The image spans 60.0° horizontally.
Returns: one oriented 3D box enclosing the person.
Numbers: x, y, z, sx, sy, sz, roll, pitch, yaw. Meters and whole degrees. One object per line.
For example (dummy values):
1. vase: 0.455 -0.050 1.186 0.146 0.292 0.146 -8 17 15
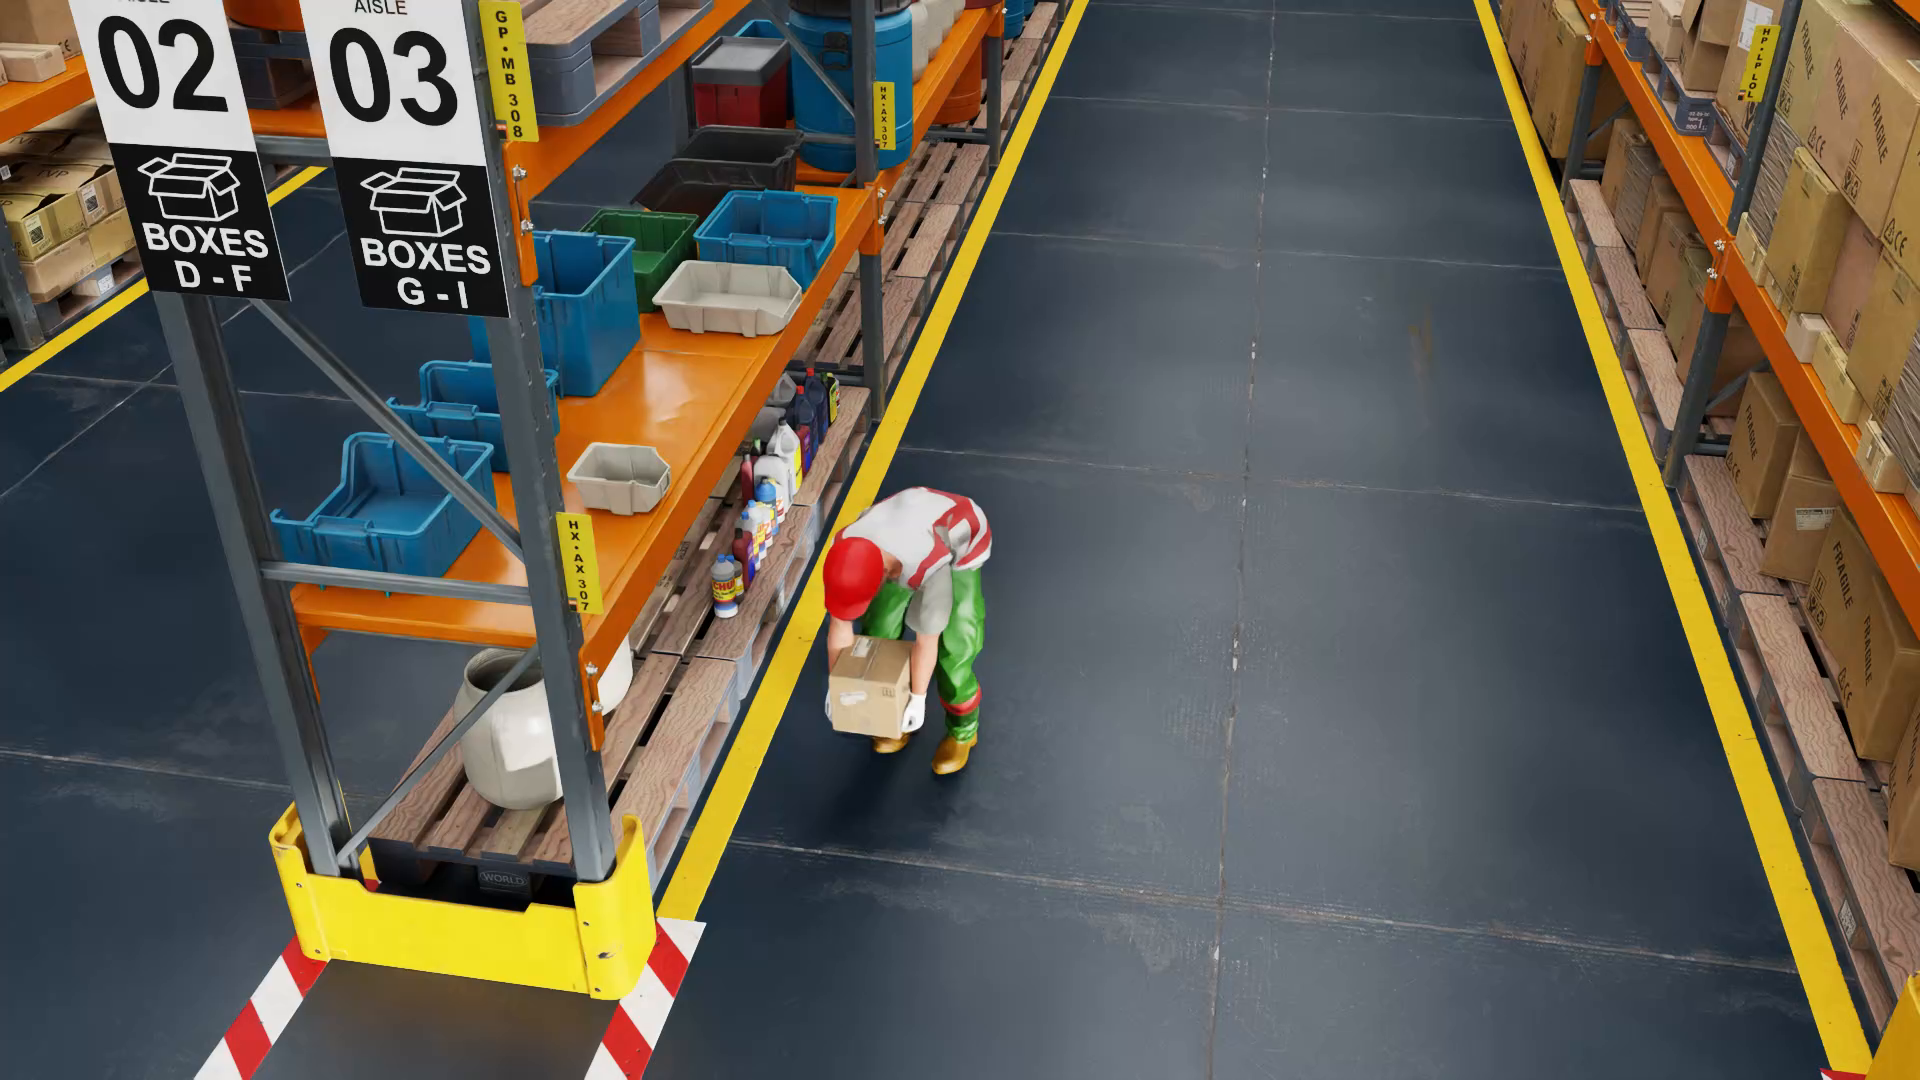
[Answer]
1. person: -0.216 0.363 6.032 0.507 1.257 0.928 15 35 22
